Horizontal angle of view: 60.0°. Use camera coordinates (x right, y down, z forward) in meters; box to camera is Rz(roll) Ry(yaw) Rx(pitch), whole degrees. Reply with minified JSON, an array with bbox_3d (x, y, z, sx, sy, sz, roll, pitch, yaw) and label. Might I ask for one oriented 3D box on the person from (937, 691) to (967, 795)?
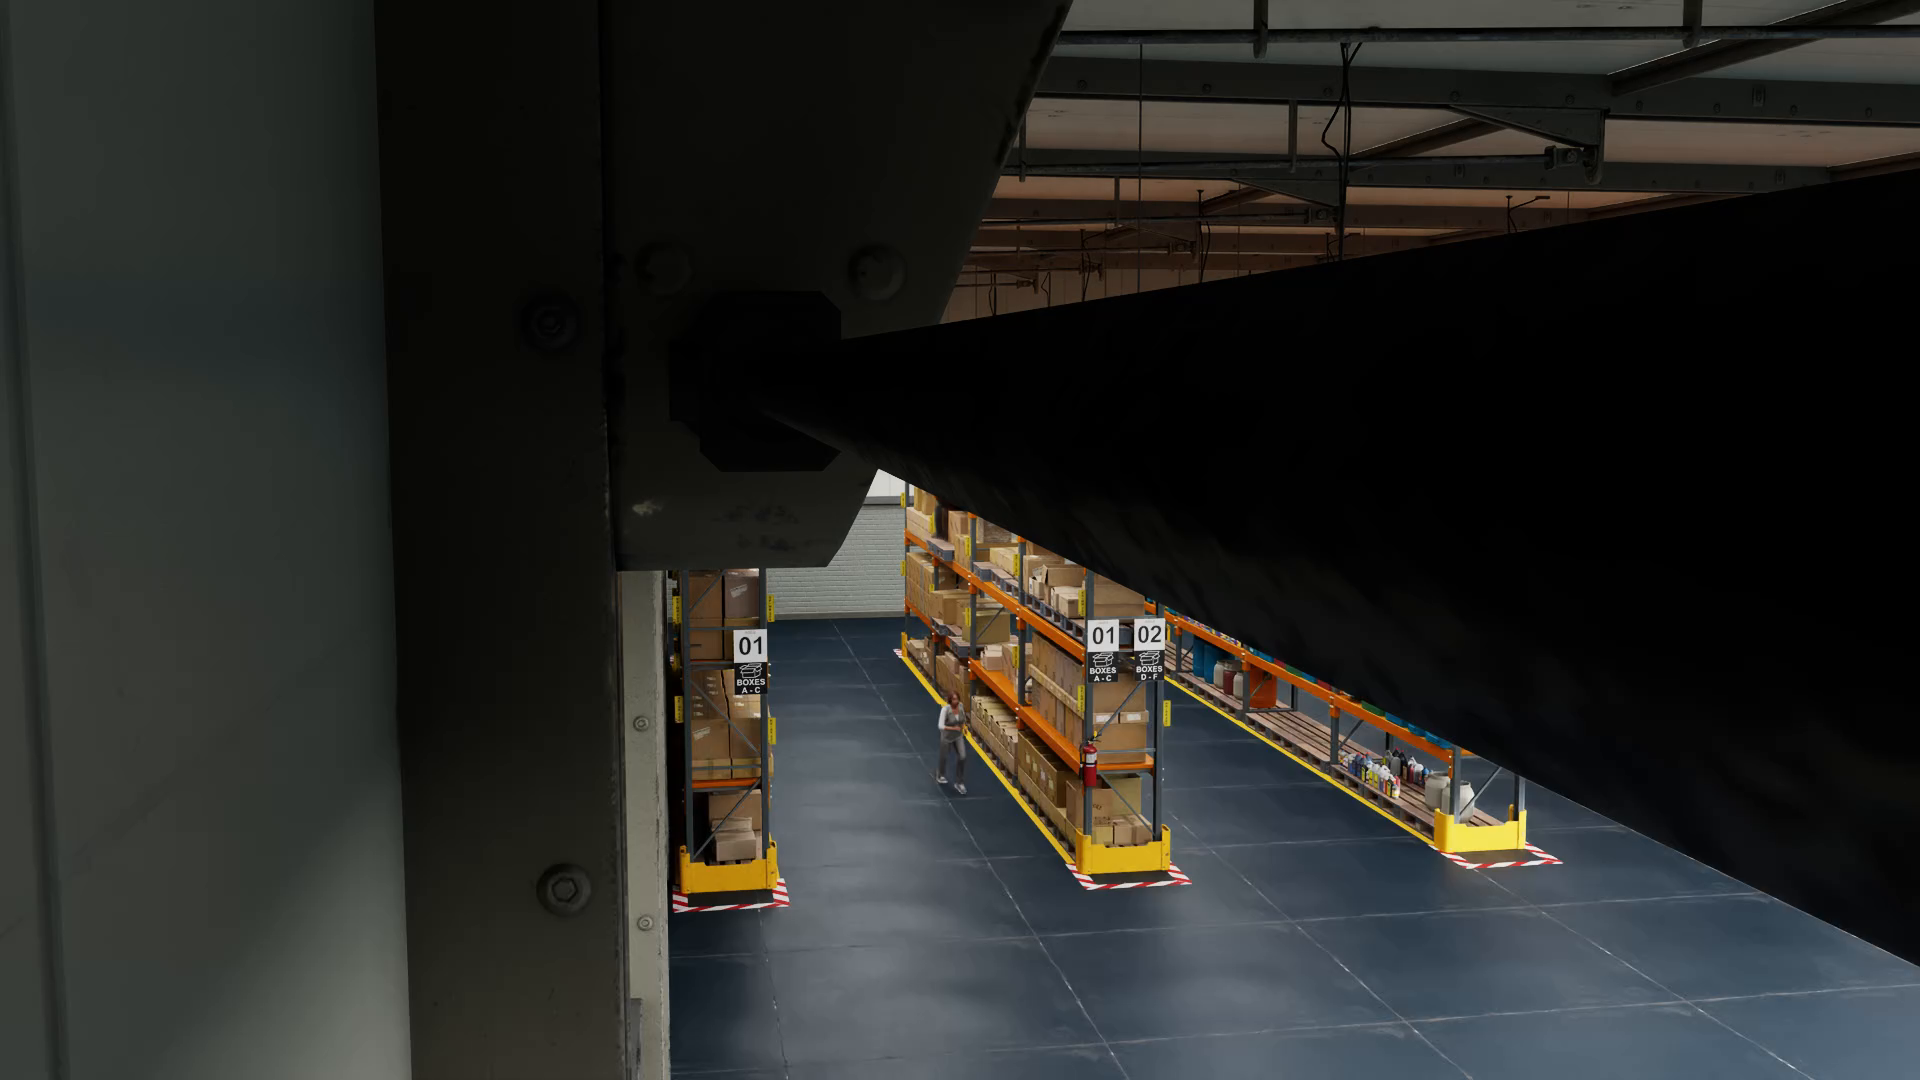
[{"bbox_3d":[-0.118,2.987,24.817,0.539,1.567,0.915,-2,6,-20],"label":"person"}]
